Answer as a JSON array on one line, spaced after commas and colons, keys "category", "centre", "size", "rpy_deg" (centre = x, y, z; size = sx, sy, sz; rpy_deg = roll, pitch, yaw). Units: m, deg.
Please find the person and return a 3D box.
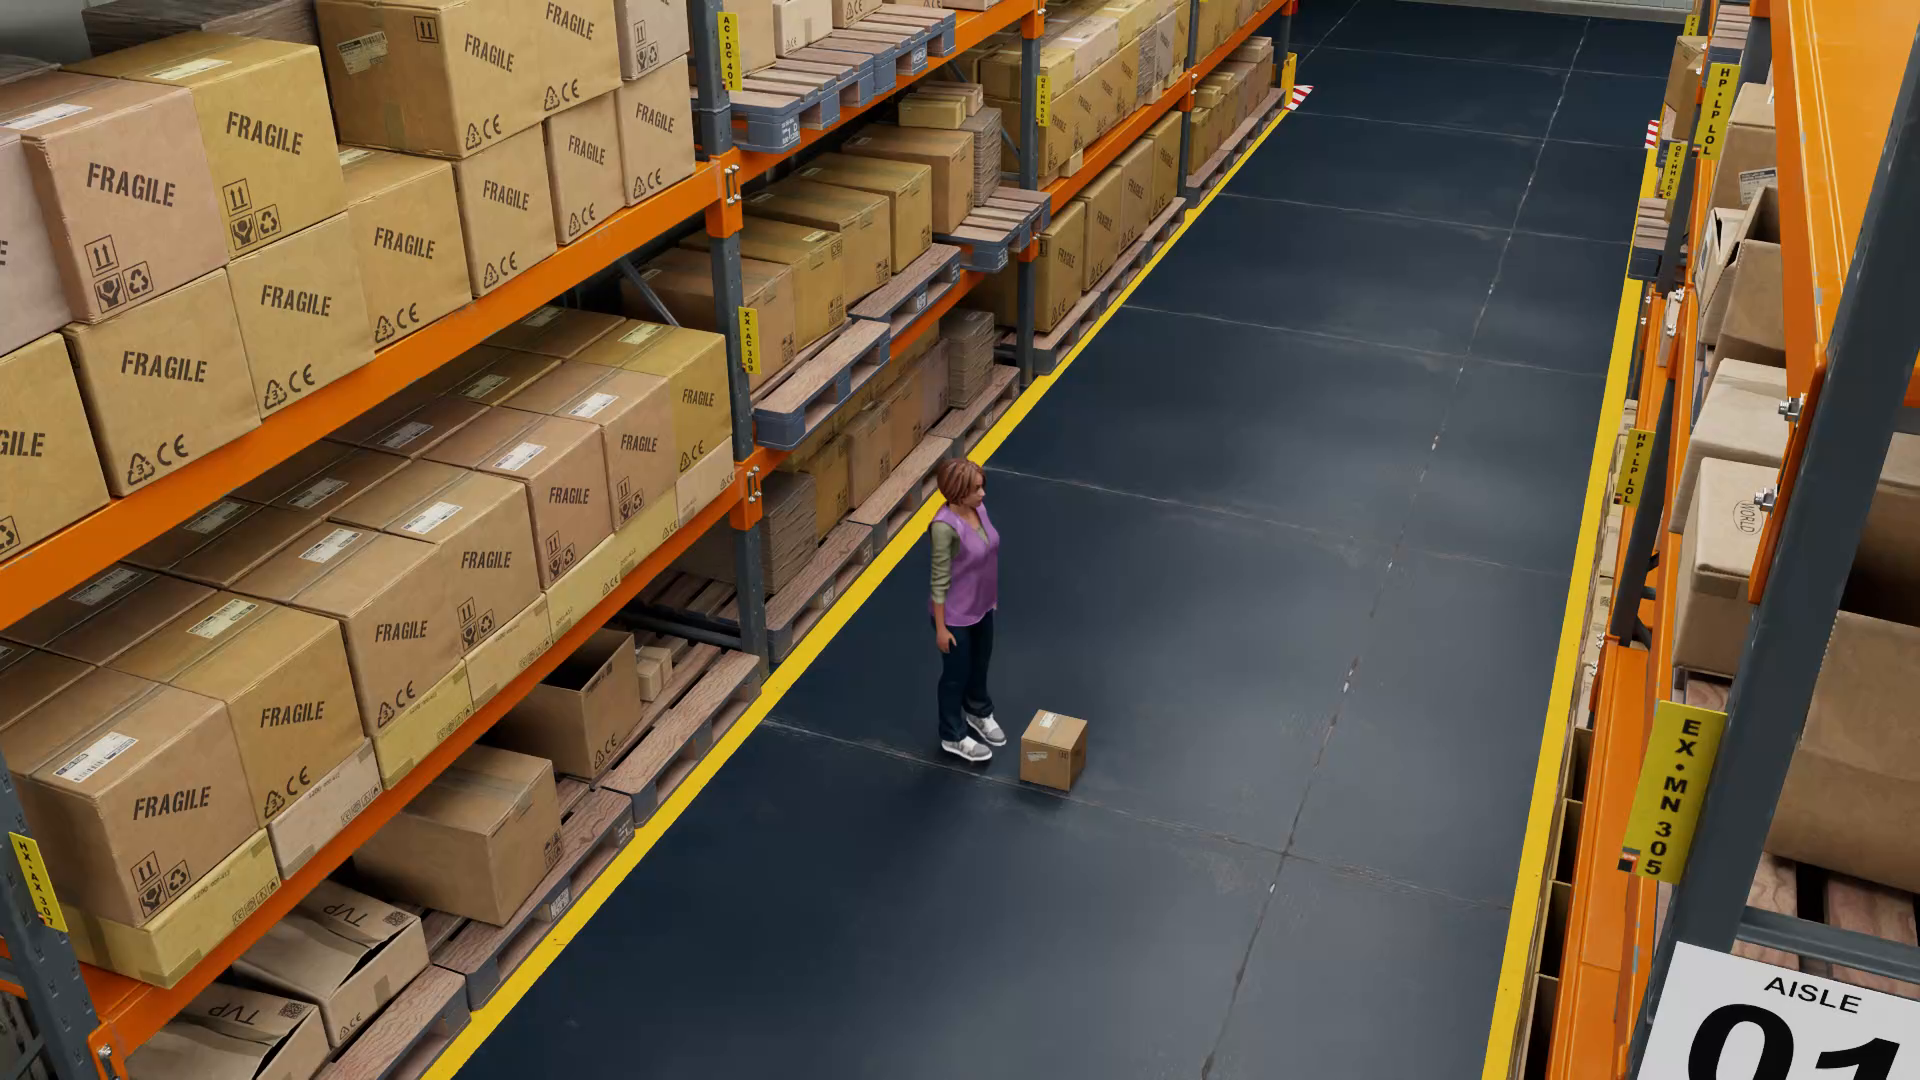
[{"category": "person", "centre": [0.029, 0.335, 7.817], "size": [0.329, 1.616, 0.464], "rpy_deg": [14, 33, 23]}]
